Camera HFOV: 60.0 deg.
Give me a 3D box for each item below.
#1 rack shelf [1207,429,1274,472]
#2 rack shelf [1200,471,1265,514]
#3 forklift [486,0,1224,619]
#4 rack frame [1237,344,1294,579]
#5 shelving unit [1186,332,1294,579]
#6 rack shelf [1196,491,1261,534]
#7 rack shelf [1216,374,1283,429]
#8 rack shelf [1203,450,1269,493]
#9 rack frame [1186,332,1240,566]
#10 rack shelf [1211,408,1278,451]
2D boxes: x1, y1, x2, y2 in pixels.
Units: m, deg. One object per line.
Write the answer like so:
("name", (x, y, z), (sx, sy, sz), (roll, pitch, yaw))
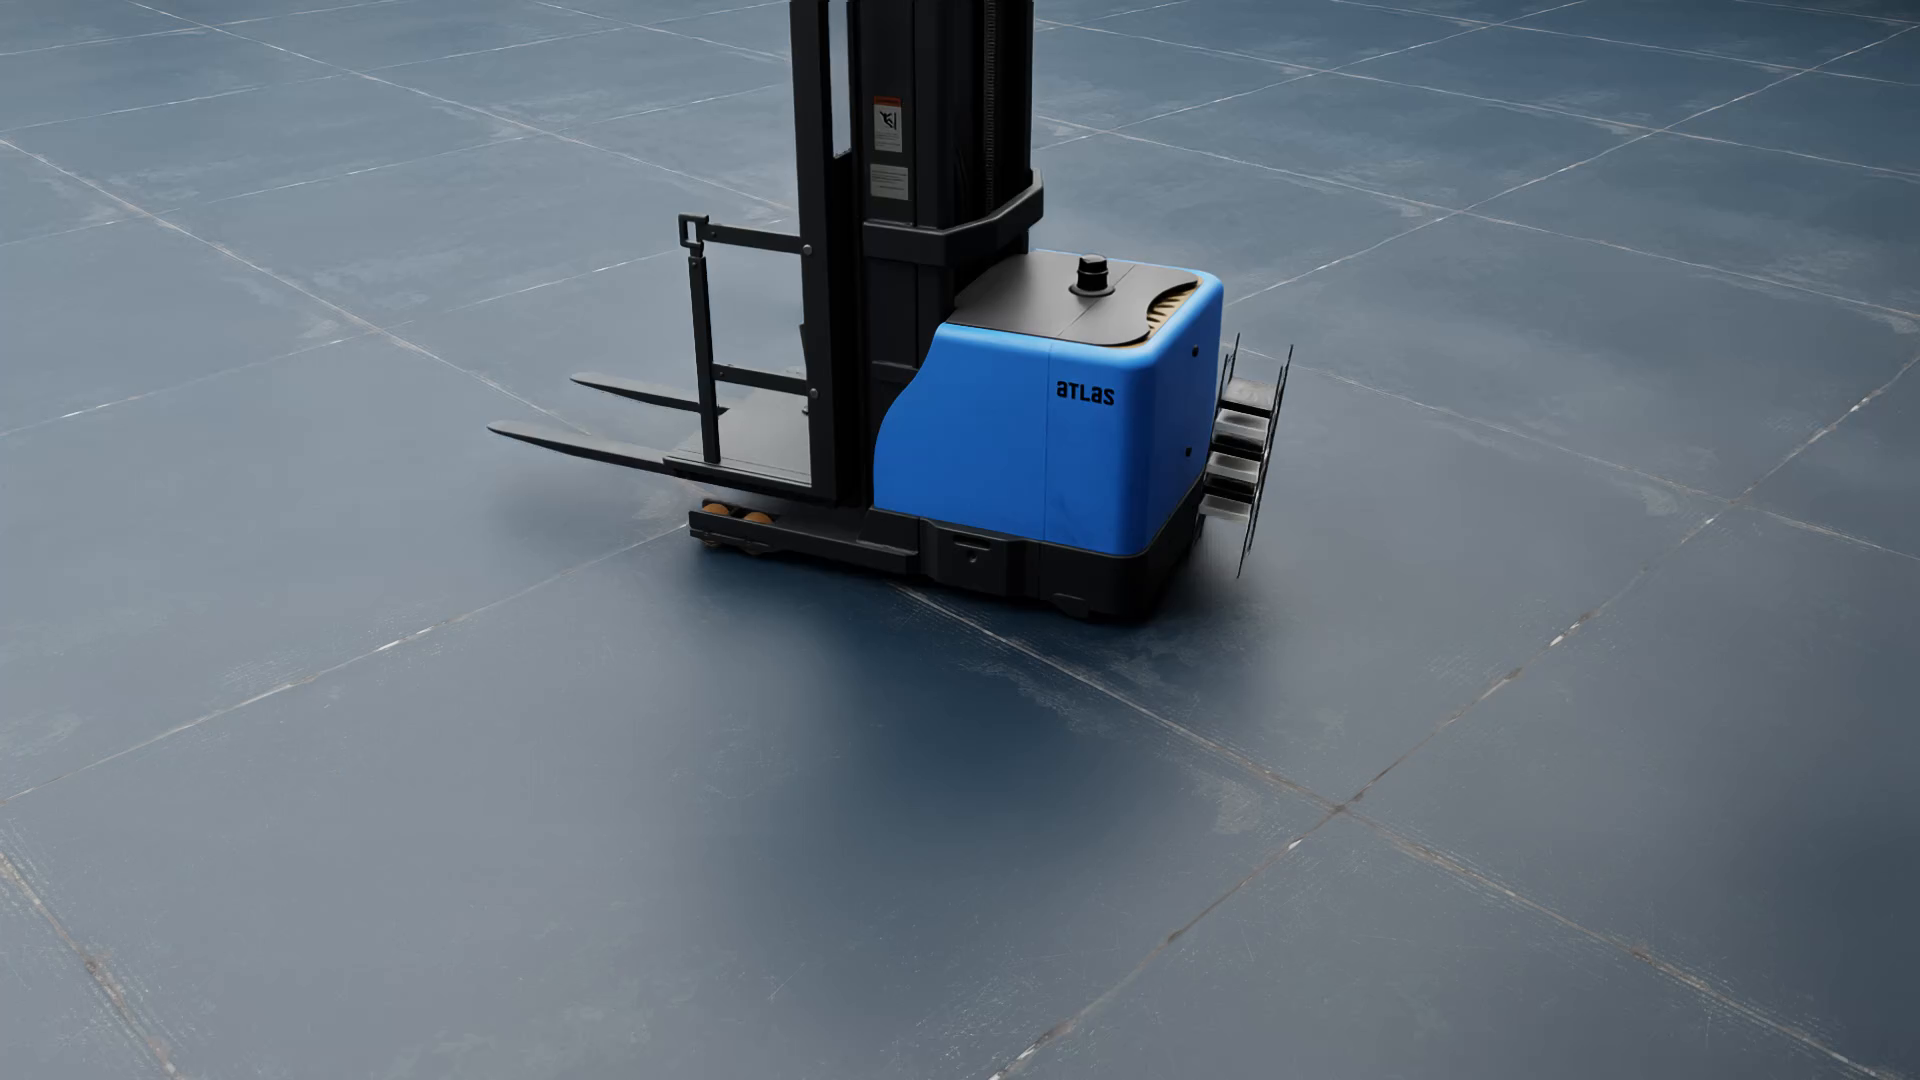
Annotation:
("rack shelf", (1.073, -0.366, 6.340), (0.200, 0.077, 0.258), (15, 31, 14))
("rack shelf", (1.056, -0.211, 6.429), (0.200, 0.077, 0.258), (15, 31, 14))
("forklift", (-0.535, -1.449, 6.357), (3.031, 2.935, 1.130), (12, 30, 21))
("rack frame", (1.163, -0.293, 6.343), (0.006, 0.900, 0.240), (15, 31, 14))
("shelving unit", (1.067, -0.317, 6.368), (0.210, 0.900, 0.258), (15, 31, 14))
("rack shelf", (1.047, -0.133, 6.474), (0.200, 0.077, 0.258), (15, 31, 14))
("rack shelf", (1.090, -0.522, 6.251), (0.200, 0.077, 0.258), (15, 31, 14))
("rack shelf", (1.064, -0.289, 6.385), (0.200, 0.077, 0.258), (15, 31, 14))
("rack frame", (0.972, -0.342, 6.393), (0.006, 0.900, 0.240), (15, 31, 14))
("rack shelf", (1.081, -0.444, 6.296), (0.200, 0.077, 0.258), (15, 31, 14))
